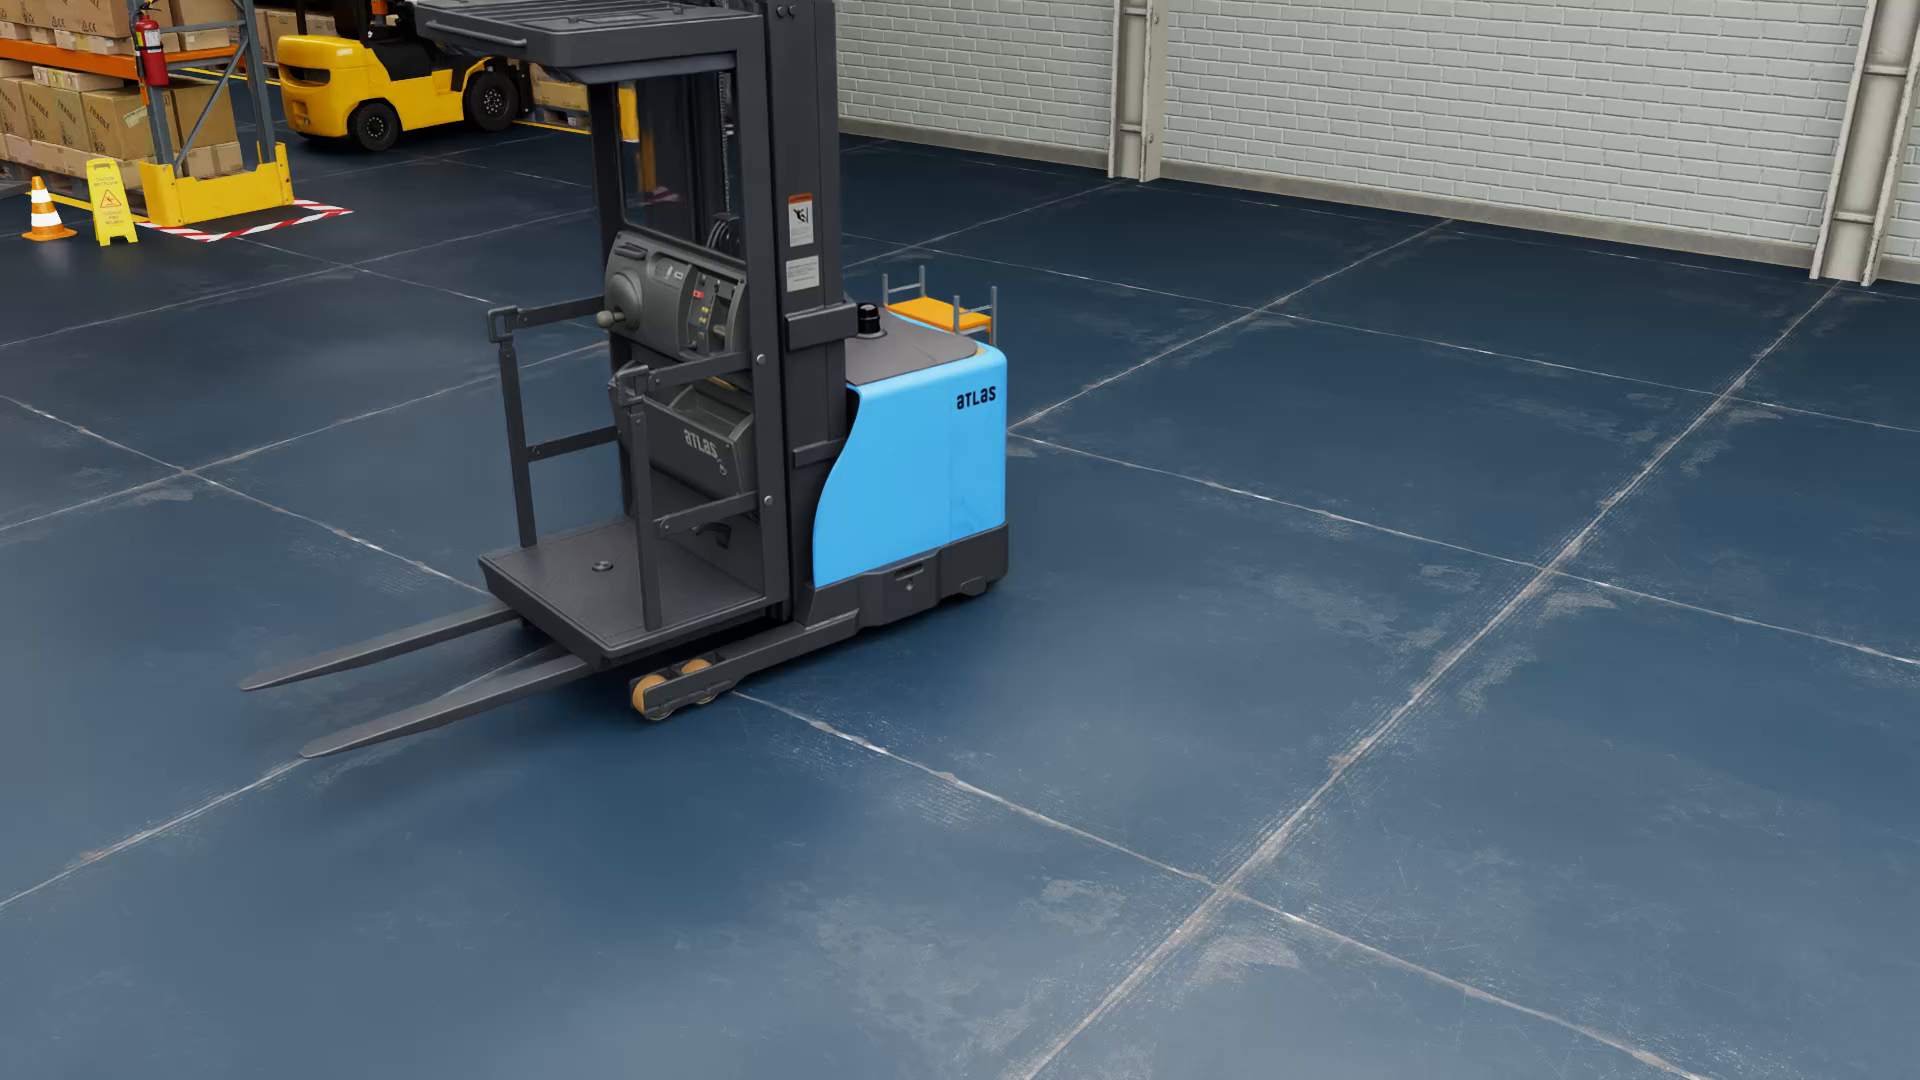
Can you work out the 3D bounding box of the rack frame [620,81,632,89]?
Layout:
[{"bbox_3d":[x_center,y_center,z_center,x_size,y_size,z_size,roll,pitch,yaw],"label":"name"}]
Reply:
[{"bbox_3d":[-3.173,-5.720,17.013,0.127,3.000,1.000,17,29,33],"label":"rack frame"}]

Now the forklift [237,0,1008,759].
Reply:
[{"bbox_3d":[-1.243,-0.906,6.170,3.031,2.935,1.130,-19,30,-36],"label":"forklift"}]

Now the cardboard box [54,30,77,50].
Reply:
[{"bbox_3d":[-7.260,-4.171,13.808,0.250,0.149,0.380,17,29,34],"label":"cardboard box"}]

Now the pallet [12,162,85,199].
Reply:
[{"bbox_3d":[-7.809,-3.363,15.122,1.213,0.211,1.003,17,29,33],"label":"pallet"}]

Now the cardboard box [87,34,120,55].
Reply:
[{"bbox_3d":[-6.844,-4.050,13.533,0.250,0.149,0.380,16,29,33],"label":"cardboard box"}]

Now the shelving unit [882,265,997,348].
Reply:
[{"bbox_3d":[-0.095,-0.604,7.634,0.258,1.200,0.503,-20,30,-37],"label":"shelving unit"}]

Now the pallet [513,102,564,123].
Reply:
[{"bbox_3d":[-4.782,-4.911,18.634,1.213,0.211,1.003,17,29,33],"label":"pallet"}]

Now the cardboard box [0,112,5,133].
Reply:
[{"bbox_3d":[-8.602,-4.007,15.083,0.500,0.500,0.500,18,30,35],"label":"cardboard box"}]

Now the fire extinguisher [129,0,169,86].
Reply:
[{"bbox_3d":[-6.332,-3.906,12.991,0.183,0.674,0.296,17,29,33],"label":"fire extinguisher"}]

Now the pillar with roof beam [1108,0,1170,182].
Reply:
[{"bbox_3d":[-0.971,-6.085,10.400,0.400,9.000,9.100,17,29,33],"label":"pillar with roof beam"}]

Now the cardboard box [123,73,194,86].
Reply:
[{"bbox_3d":[-7.067,-3.810,14.636,0.500,0.500,0.500,16,28,31],"label":"cardboard box"}]

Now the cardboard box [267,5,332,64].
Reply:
[{"bbox_3d":[-8.017,-6.287,20.723,0.625,0.625,0.875,15,28,31],"label":"cardboard box"}]

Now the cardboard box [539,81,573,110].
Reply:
[{"bbox_3d":[-4.131,-4.789,17.789,0.500,0.250,0.500,17,29,33],"label":"cardboard box"}]

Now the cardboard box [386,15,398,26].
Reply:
[{"bbox_3d":[-6.175,-5.861,18.981,0.500,0.250,0.500,16,29,33],"label":"cardboard box"}]

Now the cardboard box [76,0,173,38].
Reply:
[{"bbox_3d":[-6.747,-4.342,13.392,0.500,0.500,0.500,16,29,32],"label":"cardboard box"}]

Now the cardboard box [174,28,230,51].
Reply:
[{"bbox_3d":[-6.295,-4.152,13.765,0.250,0.149,0.380,17,29,33],"label":"cardboard box"}]

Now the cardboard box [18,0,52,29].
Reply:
[{"bbox_3d":[-7.543,-4.587,13.947,0.500,0.500,0.500,17,29,33],"label":"cardboard box"}]

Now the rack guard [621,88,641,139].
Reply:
[{"bbox_3d":[-3.154,-4.571,17.503,0.348,0.500,1.175,17,29,33],"label":"rack guard"}]

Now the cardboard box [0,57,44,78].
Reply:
[{"bbox_3d":[-8.344,-4.192,14.698,0.250,0.149,0.380,19,30,36],"label":"cardboard box"}]

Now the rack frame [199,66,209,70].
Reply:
[{"bbox_3d":[-9.575,-7.655,21.403,0.127,3.000,1.000,17,29,33],"label":"rack frame"}]

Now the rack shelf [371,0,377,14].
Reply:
[{"bbox_3d":[-7.974,-6.842,20.451,4.000,0.370,1.077,17,29,33],"label":"rack shelf"}]

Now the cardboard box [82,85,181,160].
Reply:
[{"bbox_3d":[-6.945,-3.505,13.943,0.500,0.500,0.500,17,29,34],"label":"cardboard box"}]

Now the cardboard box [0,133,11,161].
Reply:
[{"bbox_3d":[-8.604,-3.664,15.235,0.500,0.250,0.500,19,30,36],"label":"cardboard box"}]

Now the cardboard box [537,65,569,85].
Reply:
[{"bbox_3d":[-4.145,-5.025,17.703,0.500,0.250,0.500,16,29,33],"label":"cardboard box"}]

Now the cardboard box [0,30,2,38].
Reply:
[{"bbox_3d":[-8.270,-4.478,14.505,0.250,0.149,0.380,17,29,34],"label":"cardboard box"}]

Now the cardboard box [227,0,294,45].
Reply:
[{"bbox_3d":[-9.084,-6.605,21.445,0.625,0.625,0.875,18,29,35],"label":"cardboard box"}]

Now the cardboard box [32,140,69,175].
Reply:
[{"bbox_3d":[-7.787,-3.413,14.665,0.500,0.250,0.500,16,28,31],"label":"cardboard box"}]

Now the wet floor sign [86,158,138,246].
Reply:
[{"bbox_3d":[-6.637,-2.649,12.963,0.267,0.644,0.232,-15,28,-30],"label":"wet floor sign"}]

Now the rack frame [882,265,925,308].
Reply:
[{"bbox_3d":[-0.257,-0.678,7.801,0.240,1.200,0.015,-20,30,-37],"label":"rack frame"}]

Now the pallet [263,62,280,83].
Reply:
[{"bbox_3d":[-7.967,-5.872,20.815,1.213,0.211,1.003,17,29,33],"label":"pallet"}]

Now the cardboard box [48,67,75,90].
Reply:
[{"bbox_3d":[-7.478,-3.930,14.105,0.250,0.149,0.380,17,29,34],"label":"cardboard box"}]

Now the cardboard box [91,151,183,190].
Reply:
[{"bbox_3d":[-6.975,-3.166,14.105,0.500,0.250,0.500,17,29,33],"label":"cardboard box"}]

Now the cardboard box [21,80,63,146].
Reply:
[{"bbox_3d":[-7.764,-3.754,14.509,0.500,0.500,0.500,16,28,32],"label":"cardboard box"}]

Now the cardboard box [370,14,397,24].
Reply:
[{"bbox_3d":[-6.798,-5.916,19.880,0.625,0.625,0.875,18,30,36],"label":"cardboard box"}]

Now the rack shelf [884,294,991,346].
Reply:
[{"bbox_3d":[-0.095,-0.964,7.475,0.258,0.148,0.480,-20,30,-37],"label":"rack shelf"}]

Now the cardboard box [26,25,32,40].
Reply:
[{"bbox_3d":[-7.786,-4.400,14.328,0.250,0.149,0.380,17,29,33],"label":"cardboard box"}]

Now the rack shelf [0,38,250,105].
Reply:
[{"bbox_3d":[-7.748,-4.272,14.619,4.000,0.370,1.077,17,29,33],"label":"rack shelf"}]
